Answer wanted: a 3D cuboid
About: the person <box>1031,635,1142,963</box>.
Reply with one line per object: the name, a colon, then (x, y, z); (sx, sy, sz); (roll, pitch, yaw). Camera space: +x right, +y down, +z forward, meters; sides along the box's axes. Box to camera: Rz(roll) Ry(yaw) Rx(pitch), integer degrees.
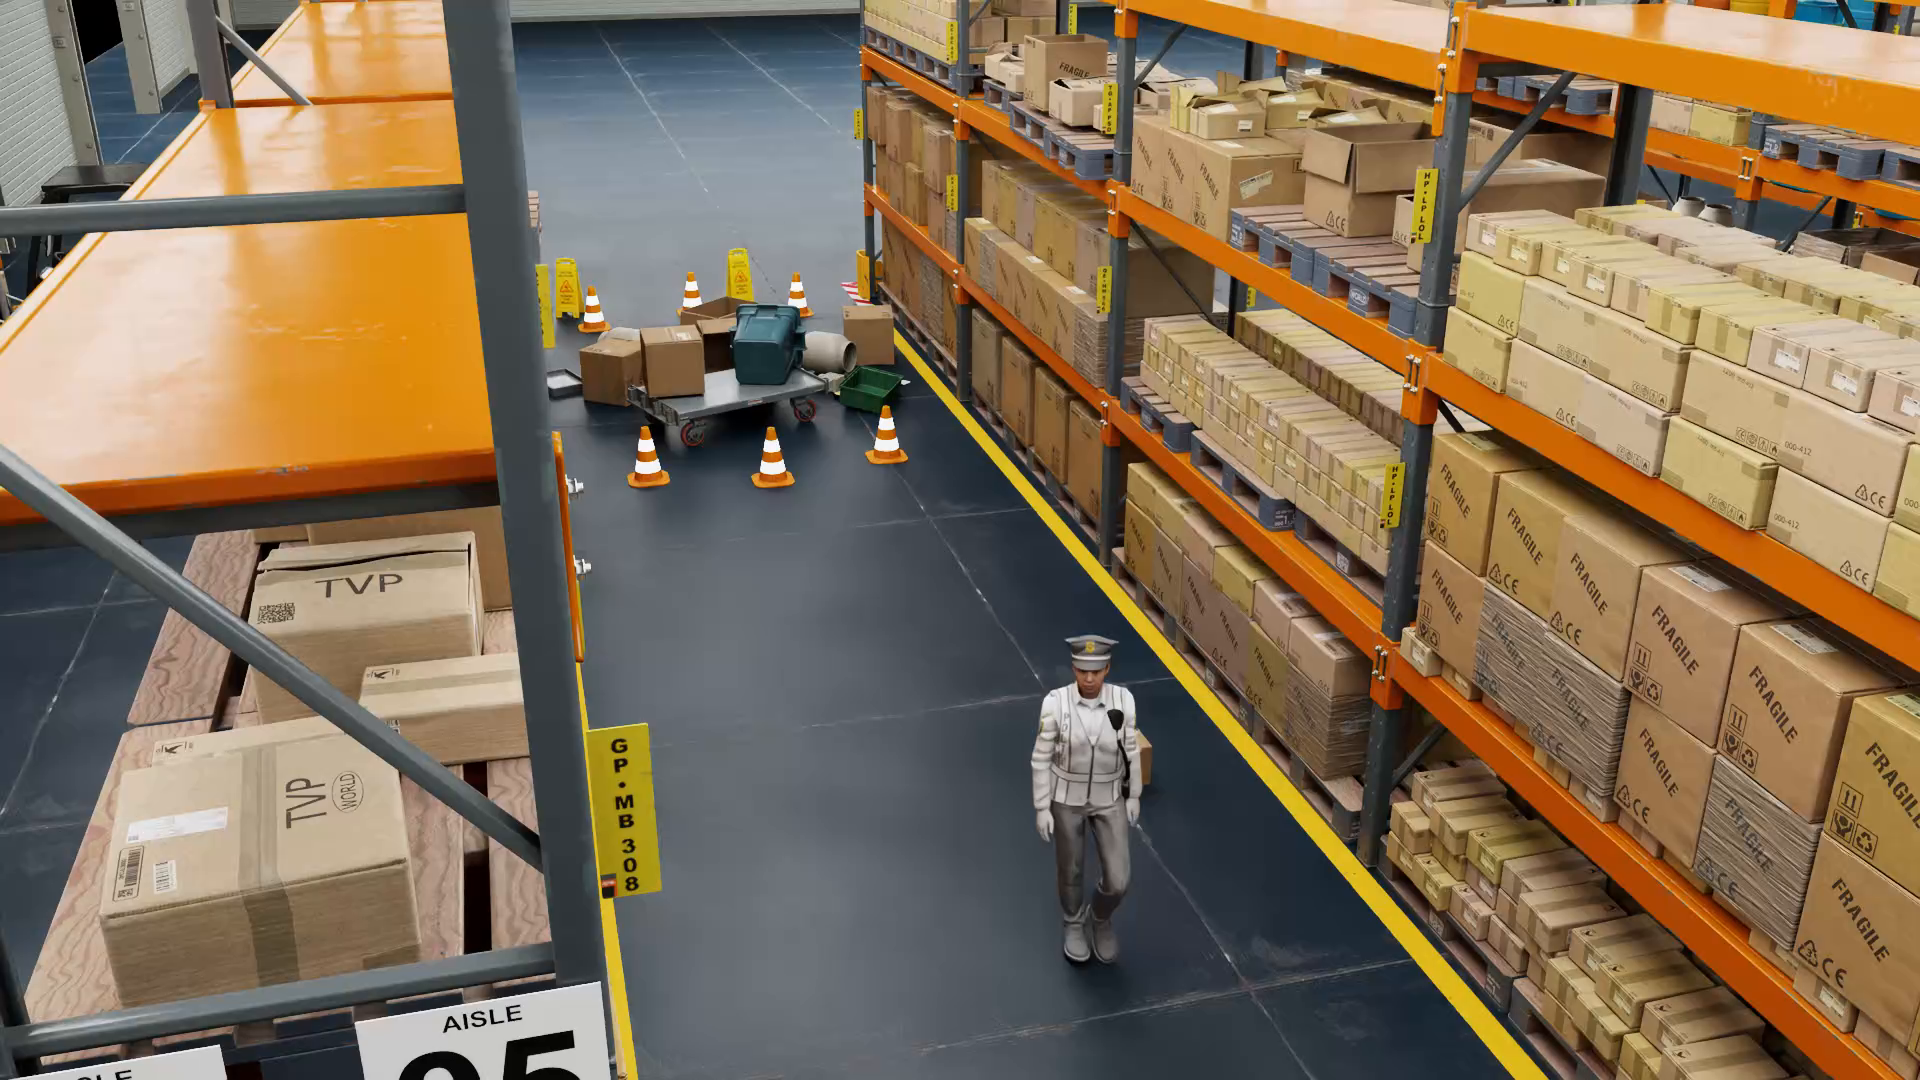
person: (0.586, 1.223, 7.640); (0.523, 1.704, 0.451); (0, 23, 0)
